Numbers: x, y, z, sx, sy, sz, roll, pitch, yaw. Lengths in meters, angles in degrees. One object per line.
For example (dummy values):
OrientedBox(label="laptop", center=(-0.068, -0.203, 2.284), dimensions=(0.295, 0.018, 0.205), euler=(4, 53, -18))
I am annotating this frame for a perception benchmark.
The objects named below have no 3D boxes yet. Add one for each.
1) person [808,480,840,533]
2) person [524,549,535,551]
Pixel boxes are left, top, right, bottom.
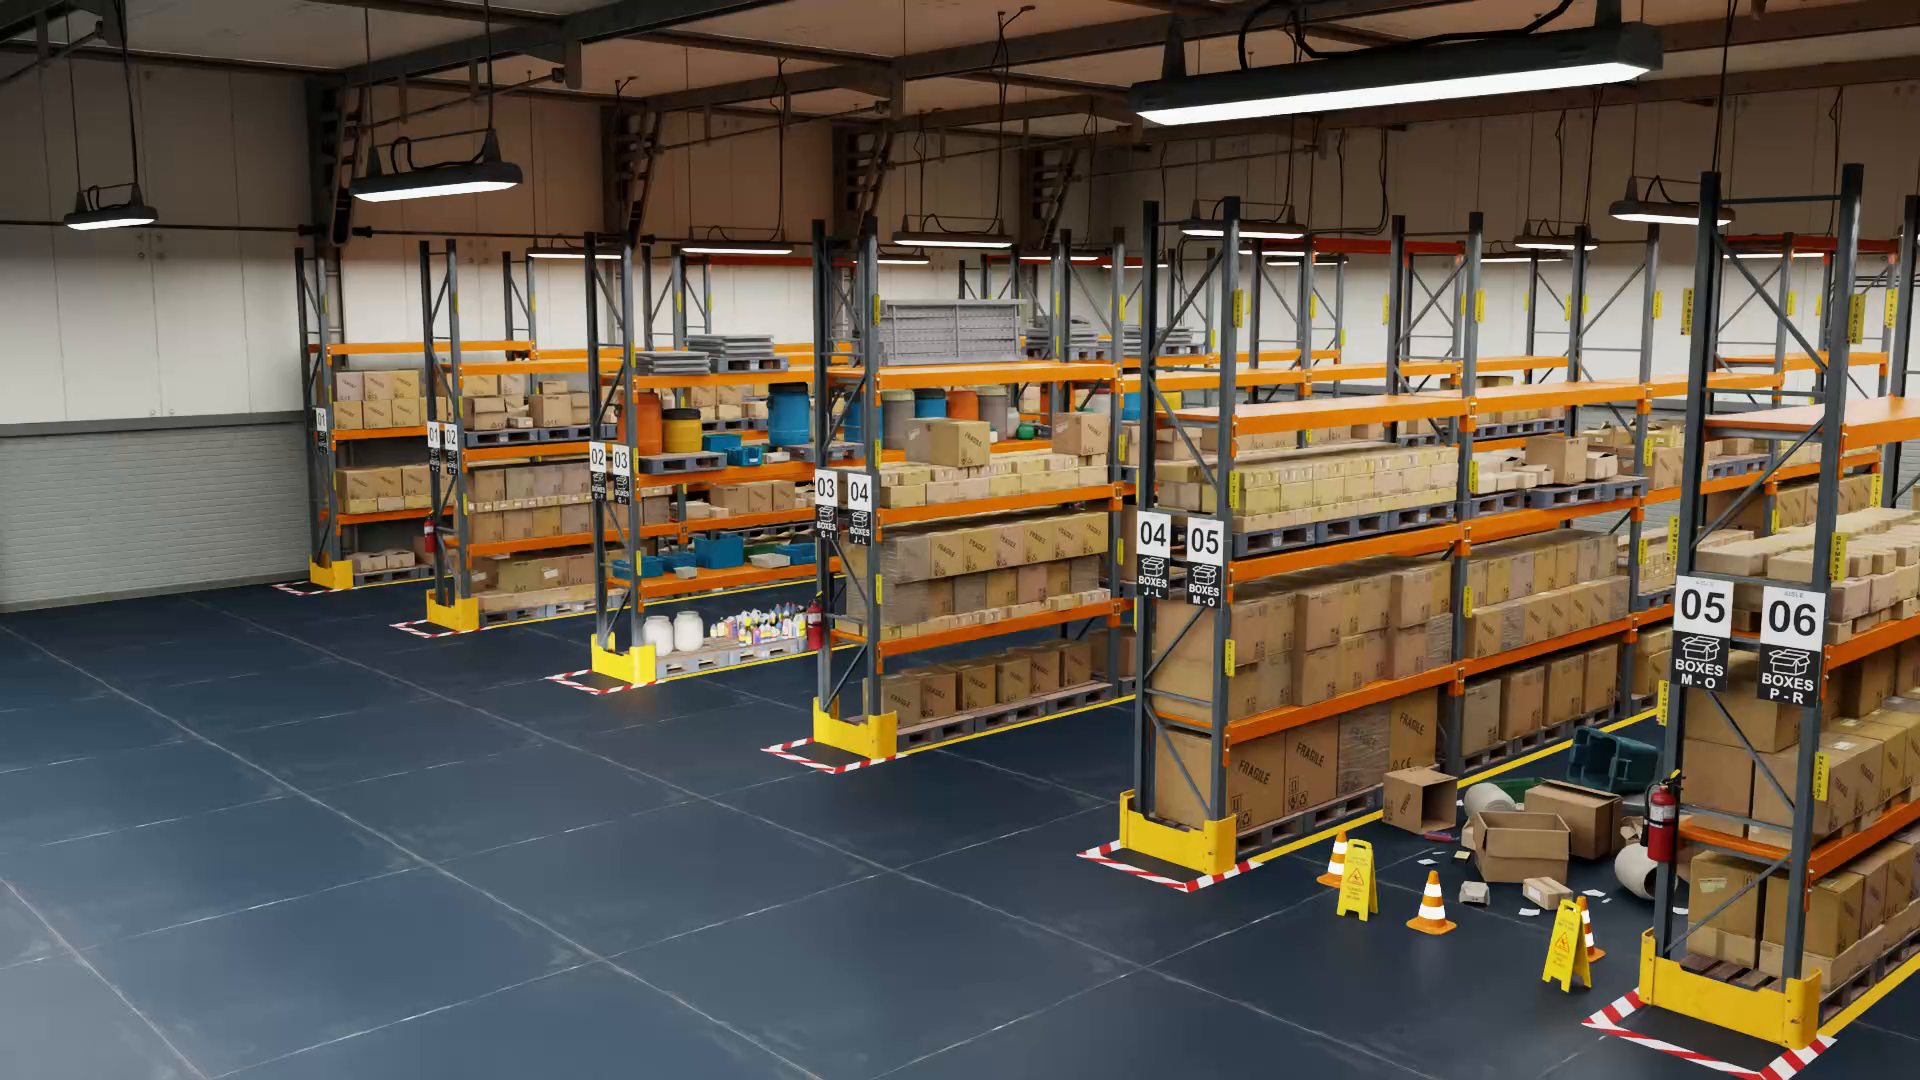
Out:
OrientedBox(label="person", center=(-2.710, -0.726, 34.283), dimensions=(0.973, 1.800, 0.727), euler=(-8, 12, -43))
OrientedBox(label="person", center=(-7.476, 0.155, 28.521), dimensions=(0.628, 1.663, 0.552), euler=(-8, 12, -44))
